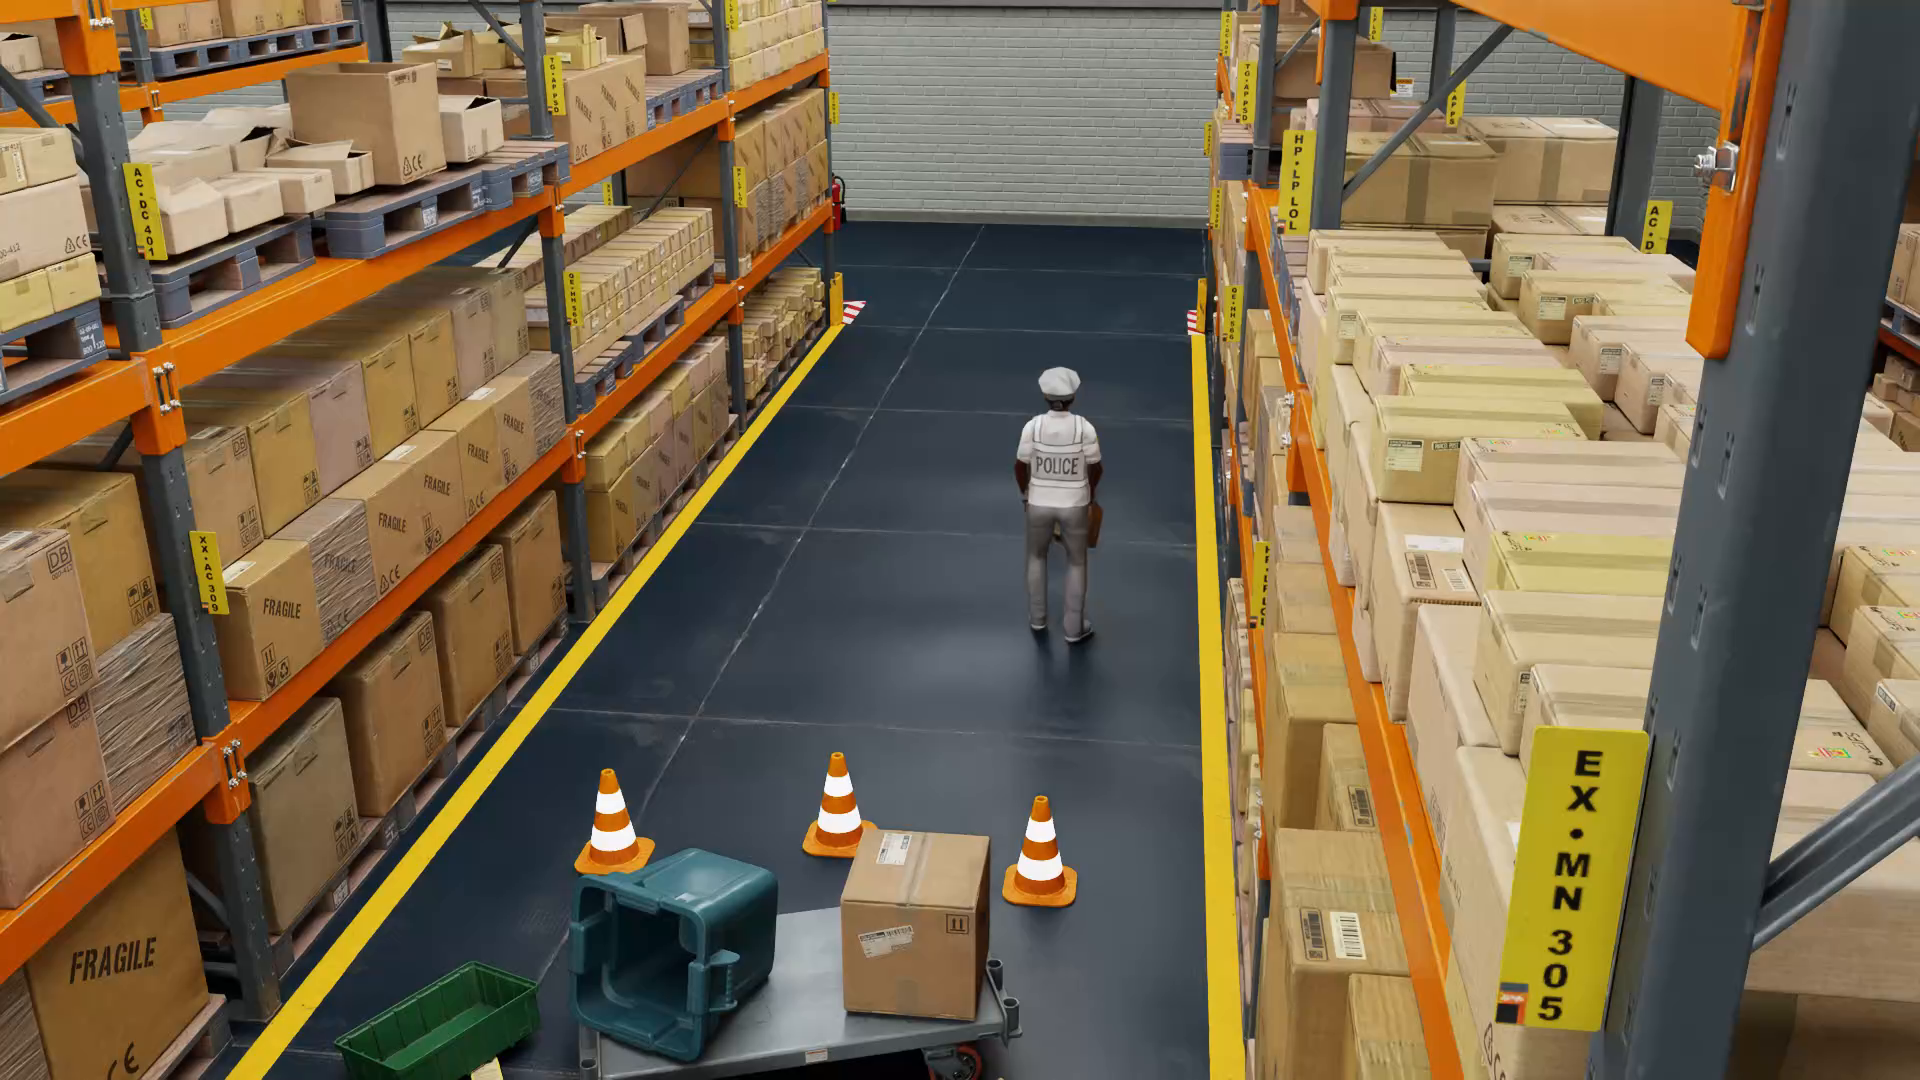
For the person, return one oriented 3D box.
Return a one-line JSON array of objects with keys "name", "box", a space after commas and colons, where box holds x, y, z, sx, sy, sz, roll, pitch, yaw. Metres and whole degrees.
[{"name": "person", "box": [0.599, -0.226, 10.131, 0.532, 1.688, 0.452, 4, 22, 9]}]
